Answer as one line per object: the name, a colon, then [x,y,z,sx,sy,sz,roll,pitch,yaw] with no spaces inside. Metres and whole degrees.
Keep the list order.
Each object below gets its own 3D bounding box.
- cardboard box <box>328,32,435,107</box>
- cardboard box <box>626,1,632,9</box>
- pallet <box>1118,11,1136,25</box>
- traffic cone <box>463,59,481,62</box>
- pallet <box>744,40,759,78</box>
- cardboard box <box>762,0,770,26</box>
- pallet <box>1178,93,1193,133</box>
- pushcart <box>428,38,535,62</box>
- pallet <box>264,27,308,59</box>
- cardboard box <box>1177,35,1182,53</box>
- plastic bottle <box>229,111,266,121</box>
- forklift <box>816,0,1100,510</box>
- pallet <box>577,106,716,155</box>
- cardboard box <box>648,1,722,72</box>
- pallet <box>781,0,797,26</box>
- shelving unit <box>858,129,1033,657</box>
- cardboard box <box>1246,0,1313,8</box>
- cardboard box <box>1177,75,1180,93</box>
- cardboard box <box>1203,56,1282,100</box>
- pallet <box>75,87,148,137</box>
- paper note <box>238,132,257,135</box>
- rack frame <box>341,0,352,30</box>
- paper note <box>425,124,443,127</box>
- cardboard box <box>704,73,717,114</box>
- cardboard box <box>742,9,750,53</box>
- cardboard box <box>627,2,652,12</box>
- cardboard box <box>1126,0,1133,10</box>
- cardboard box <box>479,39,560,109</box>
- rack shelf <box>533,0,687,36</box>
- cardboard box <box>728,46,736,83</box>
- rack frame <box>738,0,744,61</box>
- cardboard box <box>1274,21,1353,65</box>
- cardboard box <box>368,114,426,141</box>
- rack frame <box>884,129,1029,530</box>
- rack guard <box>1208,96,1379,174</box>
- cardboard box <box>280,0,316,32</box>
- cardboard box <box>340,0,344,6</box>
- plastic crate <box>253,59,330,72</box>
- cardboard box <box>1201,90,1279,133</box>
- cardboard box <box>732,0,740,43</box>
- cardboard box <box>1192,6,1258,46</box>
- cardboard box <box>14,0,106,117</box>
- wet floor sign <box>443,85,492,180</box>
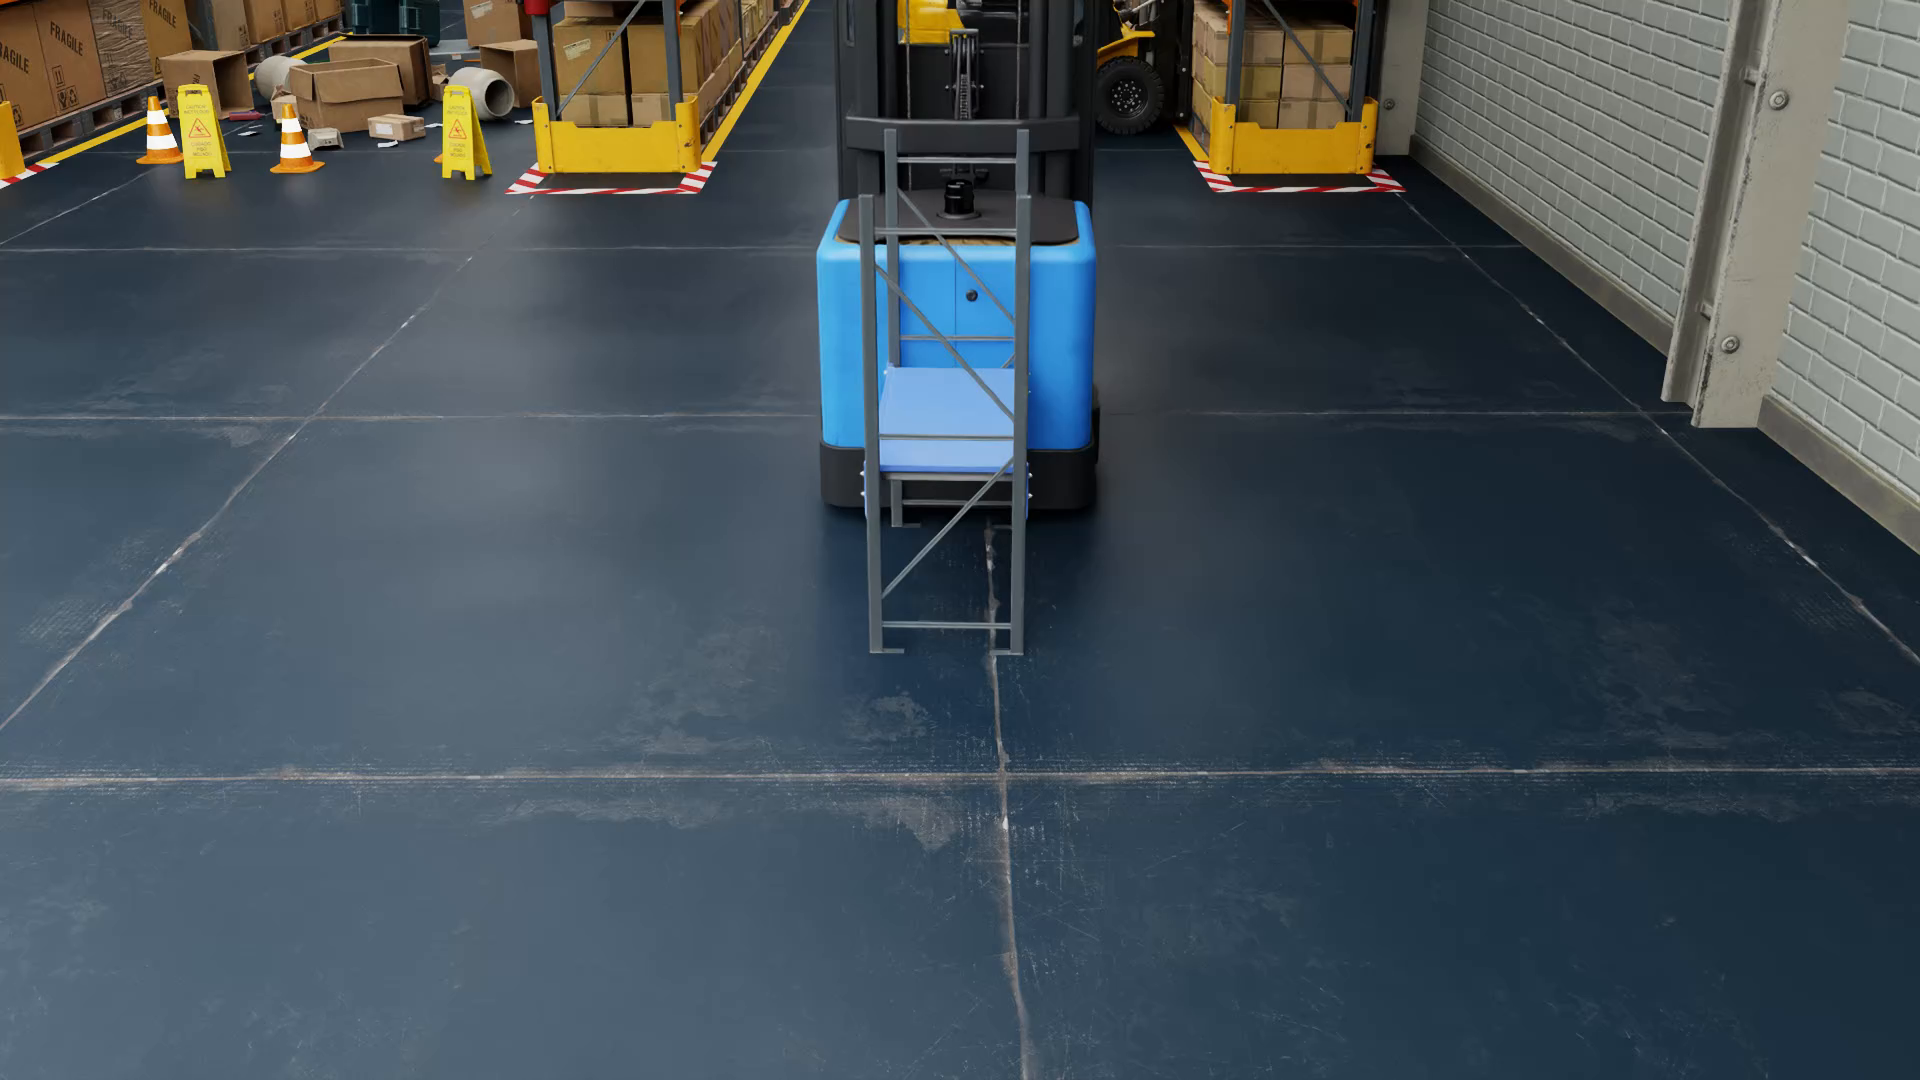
cardboard box: [-5.089,-4.126,14.598,0.797,0.637,0.503,0,24,-1]
cardboard box: [-2.861,-4.372,13.407,0.380,0.149,0.250,1,24,2]
pallet: [2.326,-5.815,18.850,1.003,0.211,1.213,0,24,-1]
traffic cone: [-4.980,-5.216,17.222,0.336,0.463,0.334,0,24,-1]
pallet: [-2.574,-4.803,16.613,1.003,0.211,1.213,0,24,-1]
cardboard box: [-2.595,-5.858,18.241,0.950,0.372,0.625,-1,24,-2]
pallet: [2.383,-3.674,14.117,1.003,0.211,1.213,0,24,-1]
pushcart: [-4.843,-4.527,15.801,1.648,0.377,0.936,-9,26,-19]
pallet: [-7.612,-5.240,17.579,1.003,0.211,1.213,0,24,-1]
cardboard box: [2.102,-4.119,13.938,0.500,0.250,0.500,0,24,-1]
plastic bottle: [-6.070,-3.614,14.167,0.283,0.061,0.133,-9,26,-19]
forklift: [0.032,-2.014,7.147,1.130,2.935,3.031,1,24,2]
pallet: [-2.494,-3.200,13.069,1.003,0.211,1.213,0,24,-1]
cardboard box: [-2.261,-4.150,13.703,0.500,0.500,0.500,0,24,0]
pallet: [-2.541,-6.455,20.267,1.003,0.211,1.213,0,24,-1]
shelving unit: [-0.027,-0.522,5.584,0.538,1.500,1.048,1,24,2]
cardboard box: [2.625,-4.344,13.829,0.500,0.250,0.500,-1,24,-2]
cardboard box: [2.102,-3.884,14.024,0.500,0.250,0.500,1,24,1]
cardboard box: [2.125,-3.494,12.555,0.500,0.250,0.500,-1,24,-1]
pallet: [-7.566,-3.600,13.954,1.003,0.211,1.213,0,24,-1]
paper note: [-5.788,-3.323,13.563,0.144,0.017,0.142,8,26,18]
rack frame: [-7.556,-7.337,18.832,1.000,3.000,0.127,0,24,-1]
paper note: [-4.380,-3.477,13.916,0.148,0.019,0.142,8,26,18]
cardboard box: [-2.250,-3.587,13.367,0.500,0.250,0.500,1,24,1]
cardboard box: [-2.572,-4.963,16.262,0.950,0.372,0.625,0,24,0]
cardboard box: [-2.797,-4.136,13.673,0.500,0.500,0.500,-1,24,-2]
cardboard box: [2.349,-6.277,18.860,0.875,0.625,0.625,1,24,1]
cardboard box: [-3.913,-4.167,14.854,0.500,0.500,0.500,19,30,35]
rack shelf: [-2.542,-4.601,13.655,1.077,0.370,4.000,0,24,-1]
cardboard box: [-2.273,-4.229,14.788,0.500,0.250,0.500,-1,24,-2]
rack frame: [-2.564,-5.752,15.329,1.000,3.000,0.127,0,24,-1]
cardboard box: [2.627,-3.721,12.451,0.500,0.250,0.500,-1,24,-1]
cardboard box: [-4.554,-3.336,13.446,0.380,0.149,0.250,13,27,27]
rack frame: [-0.011,-0.731,6.047,0.500,1.500,0.032,1,24,2]
rack guard: [2.444,-2.979,12.231,1.175,0.500,0.348,0,24,-1]
cardboard box: [-7.626,-5.892,17.857,1.050,0.750,0.750,0,24,0]
cardboard box: [-7.309,-6.682,19.908,0.500,0.500,0.500,-1,24,-3]
plastic crate: [-6.200,-4.368,15.610,0.450,0.188,0.662,3,22,31]
cardboard box: [2.122,-3.259,12.642,0.500,0.250,0.500,0,24,0]
cardboard box: [-2.289,-4.790,15.118,0.500,0.500,0.500,-1,24,-1]
cardboard box: [2.100,-4.129,13.353,0.500,0.250,0.500,0,24,0]
cardboard box: [-7.554,-3.905,13.313,0.875,0.875,0.875,-1,24,-1]
wet floor sign: [-3.588,-2.948,11.986,0.267,0.644,0.232,8,26,18]
